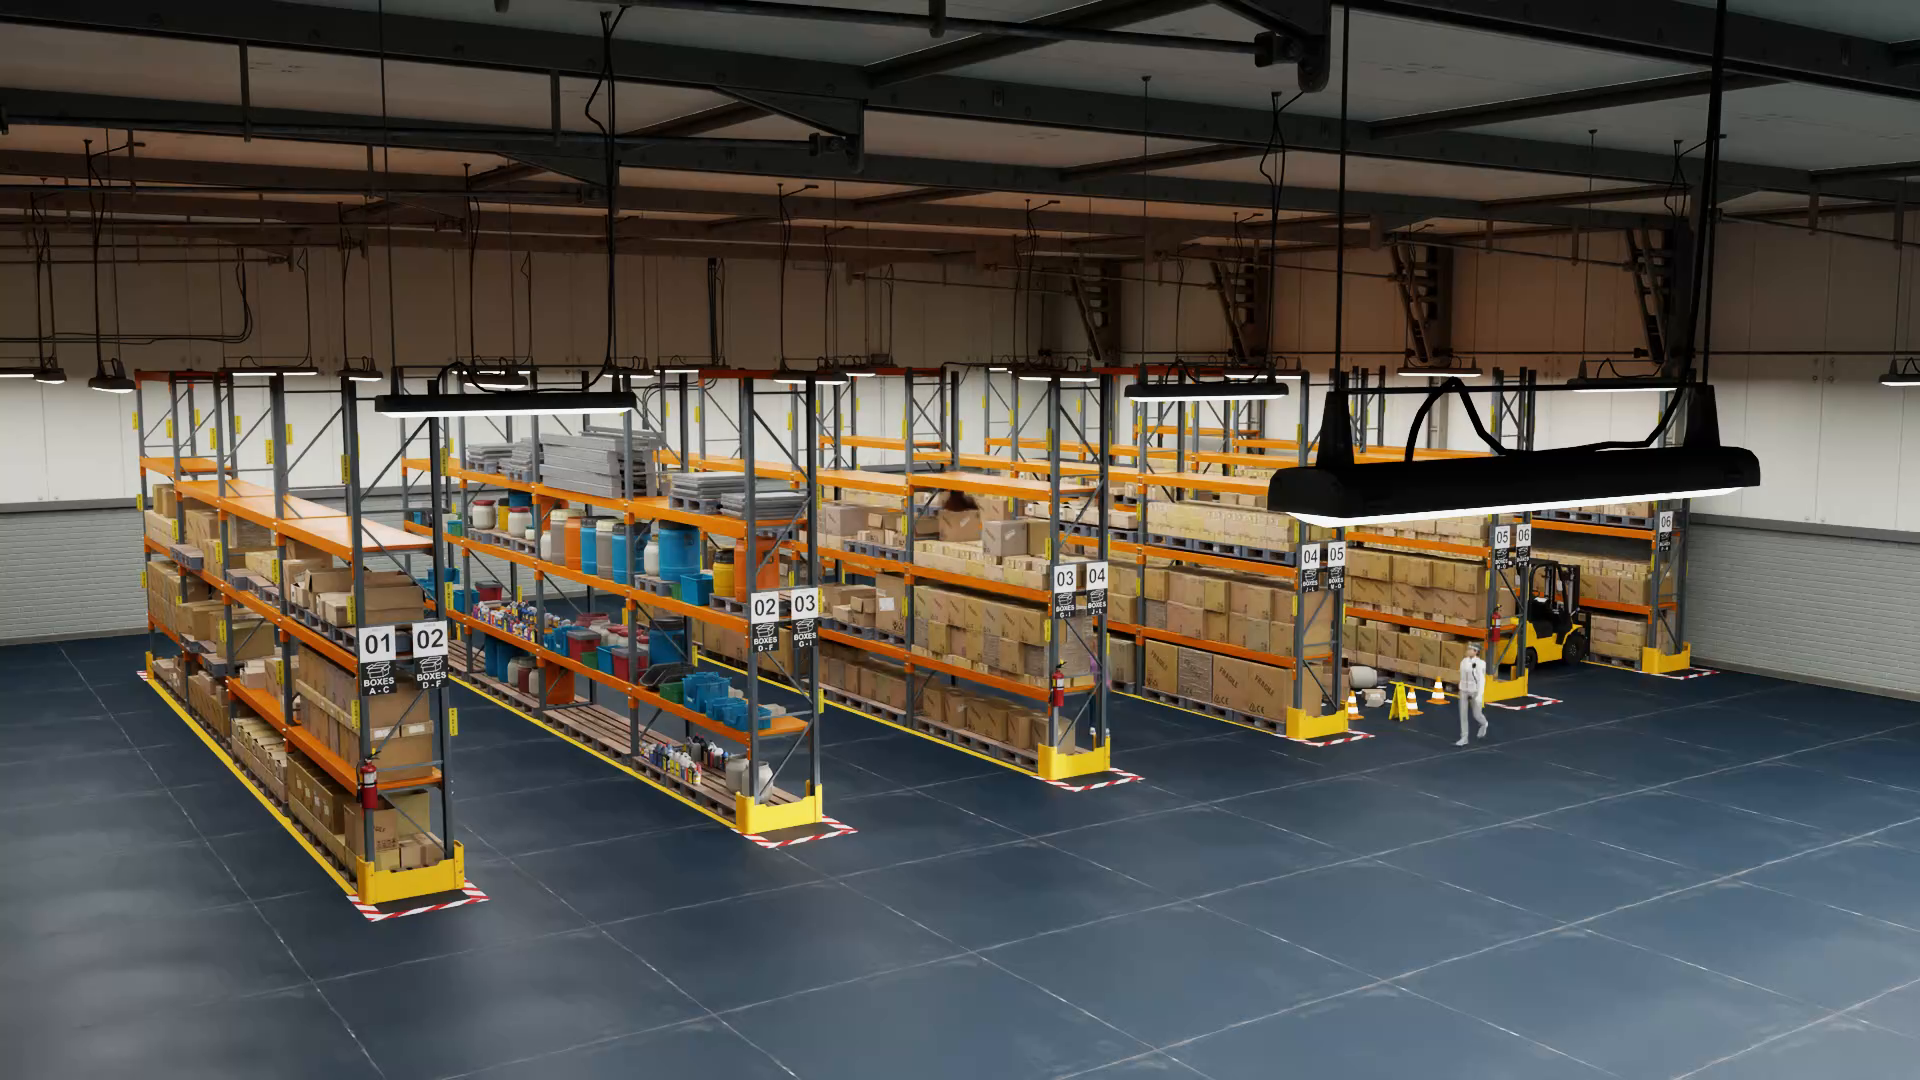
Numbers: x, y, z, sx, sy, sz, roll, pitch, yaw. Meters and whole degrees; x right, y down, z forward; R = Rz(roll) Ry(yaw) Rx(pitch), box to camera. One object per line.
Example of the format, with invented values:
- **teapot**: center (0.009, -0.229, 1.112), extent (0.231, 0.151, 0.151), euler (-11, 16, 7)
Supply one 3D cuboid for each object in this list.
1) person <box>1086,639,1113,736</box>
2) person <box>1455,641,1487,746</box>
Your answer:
- **person**: center (2.299, 2.431, 27.563), extent (0.445, 1.615, 0.357), euler (2, 7, 18)
- **person**: center (8.274, 2.455, 26.873), extent (0.463, 1.685, 0.667), euler (5, 8, 37)
